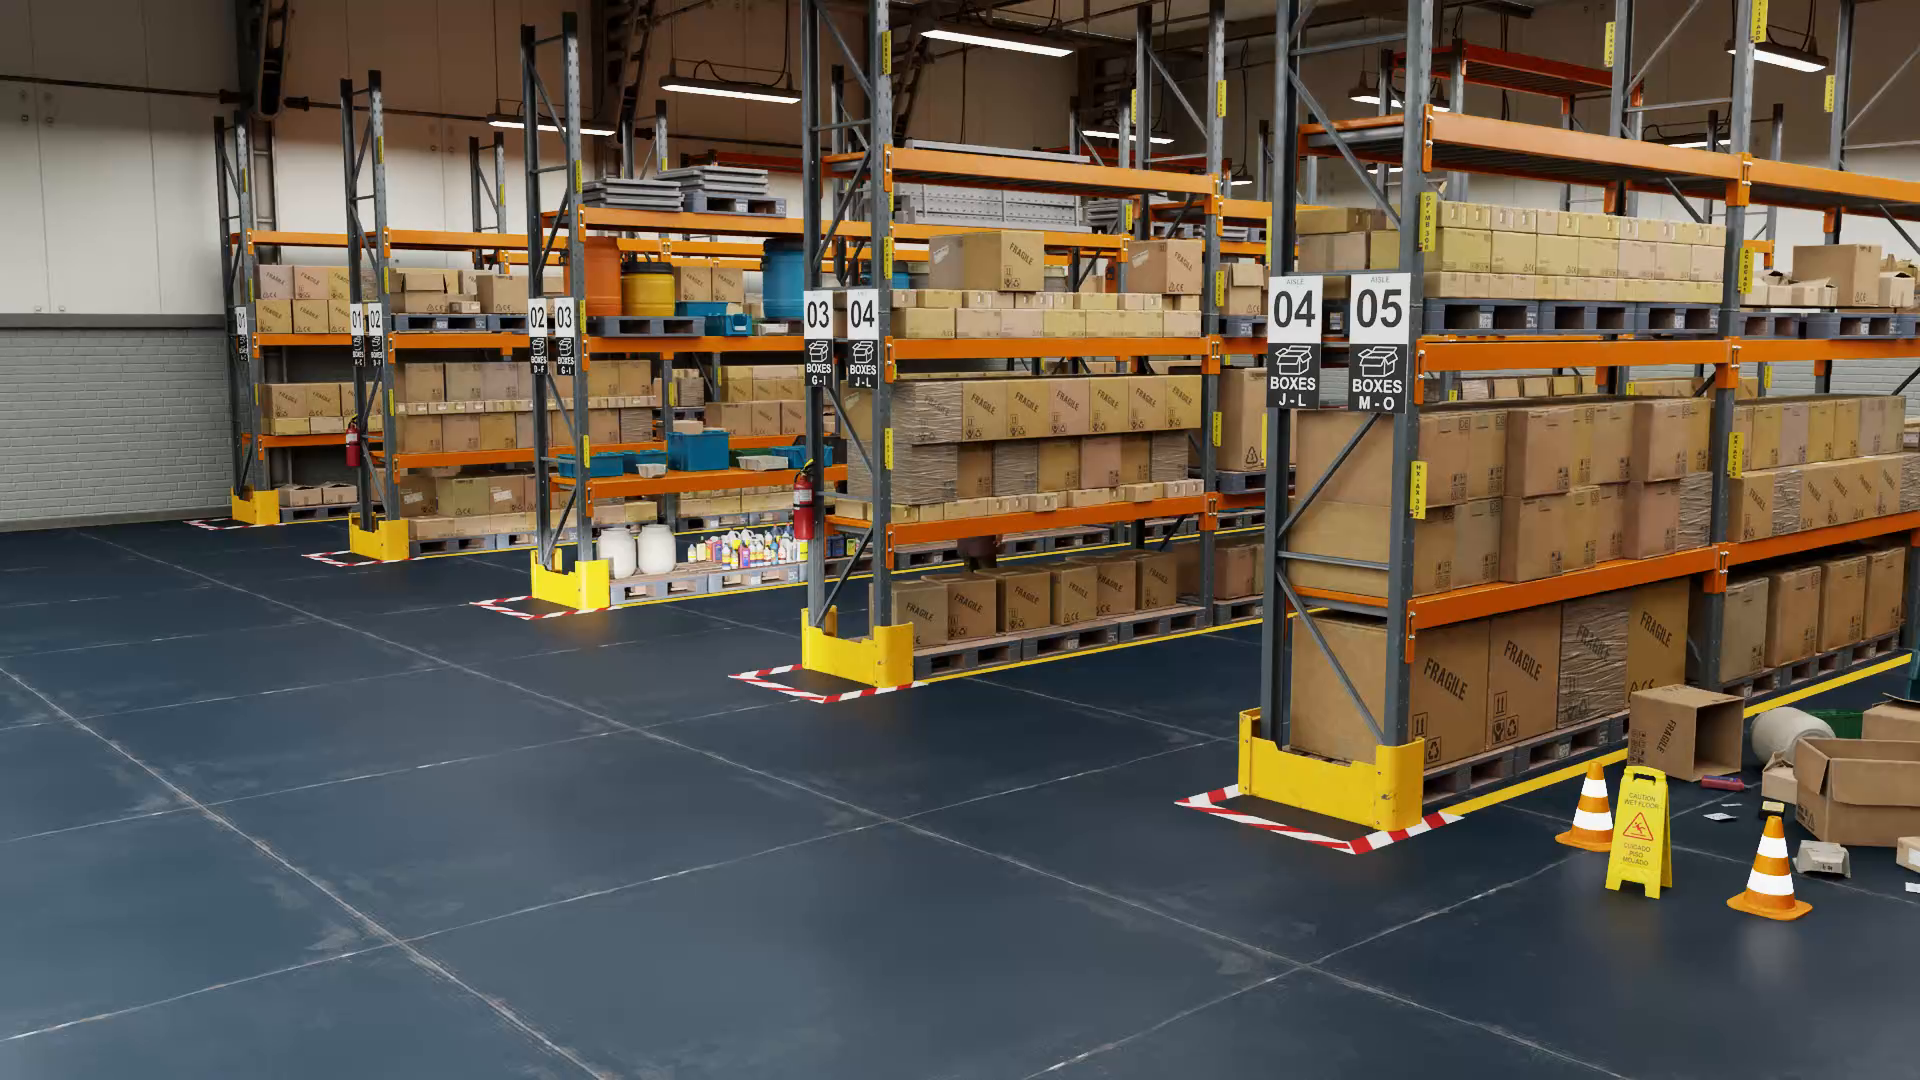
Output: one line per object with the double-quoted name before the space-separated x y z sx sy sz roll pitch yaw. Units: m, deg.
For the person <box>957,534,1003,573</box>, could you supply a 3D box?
"person" 0.176 -0.053 16.520 0.418 1.706 0.648 -6 10 -41
